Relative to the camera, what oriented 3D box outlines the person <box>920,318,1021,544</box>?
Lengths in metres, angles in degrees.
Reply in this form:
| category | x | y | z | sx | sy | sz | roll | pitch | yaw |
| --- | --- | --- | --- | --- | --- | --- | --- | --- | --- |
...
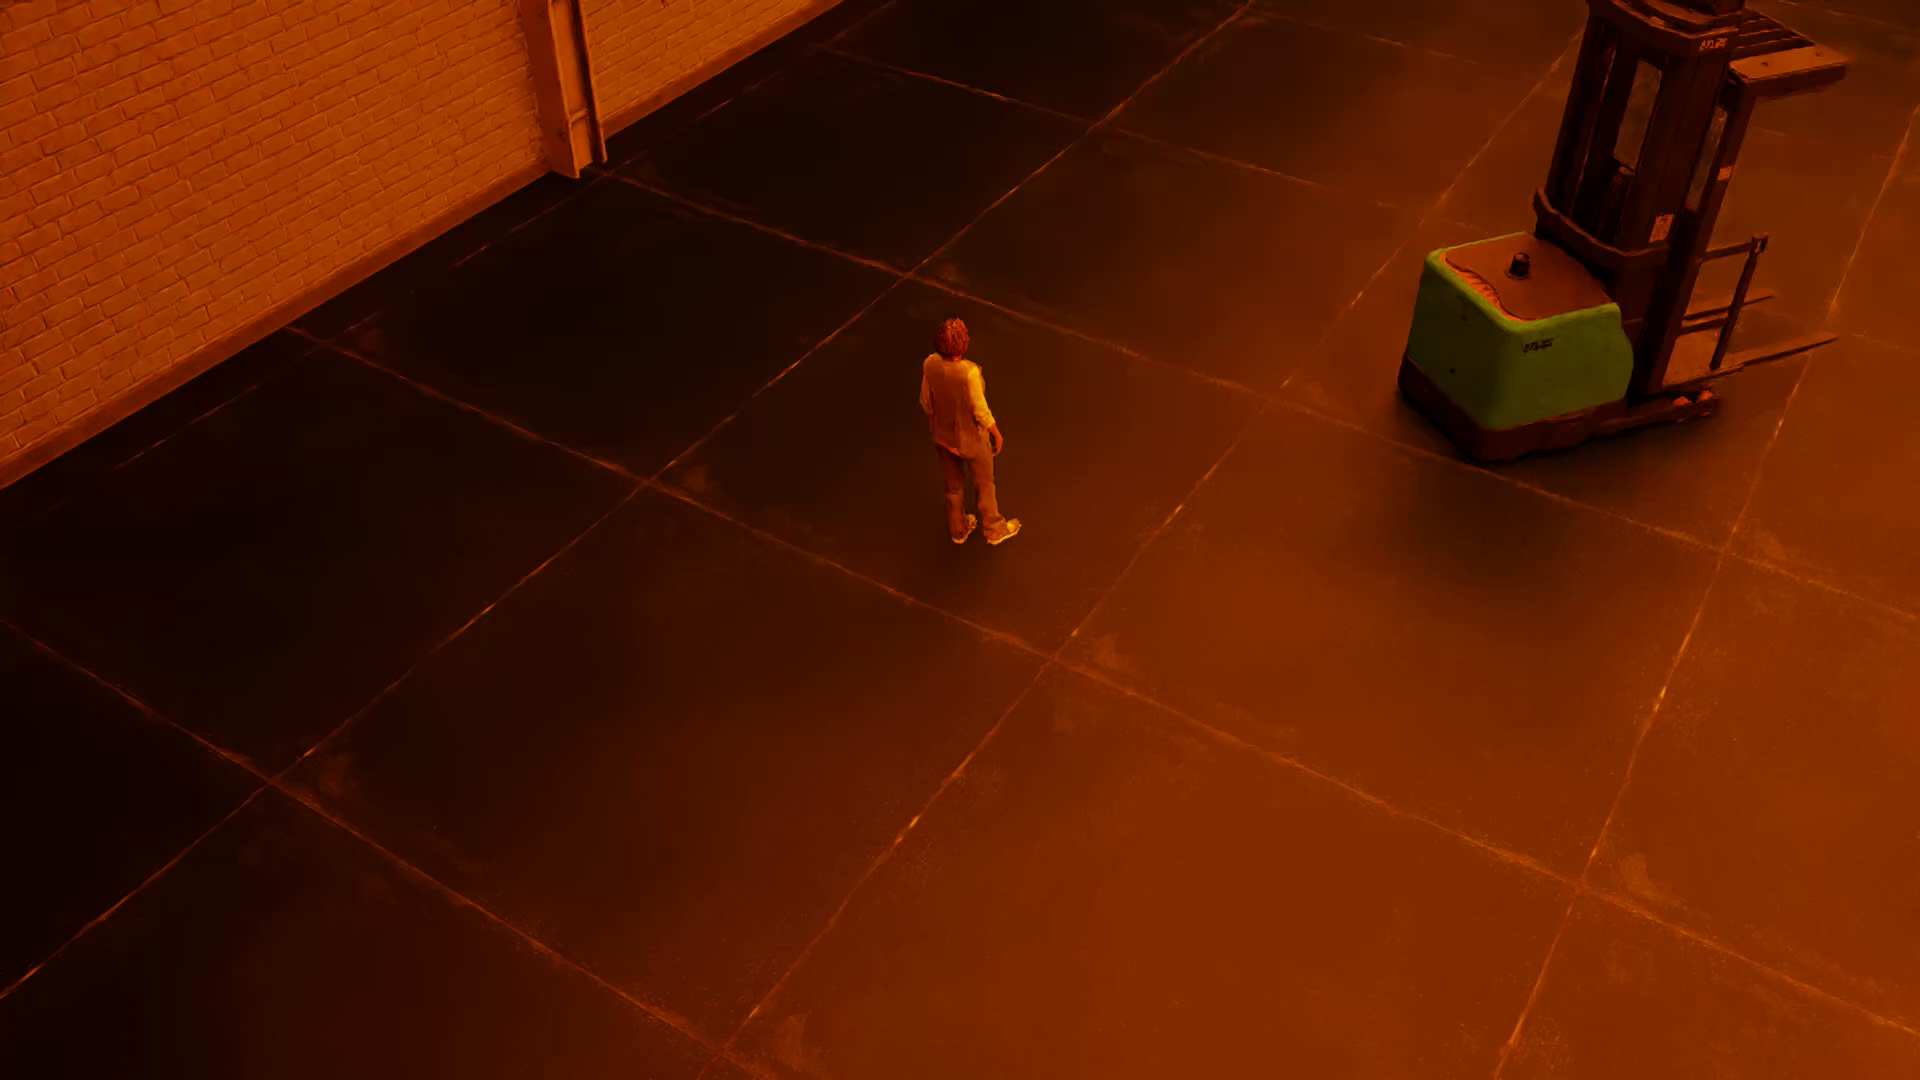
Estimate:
| category | x | y | z | sx | sy | sz | roll | pitch | yaw |
| --- | --- | --- | --- | --- | --- | --- | --- | --- | --- |
| person | 0.051 | -0.650 | 9.755 | 0.521 | 1.597 | 0.474 | 22 | 45 | 24 |

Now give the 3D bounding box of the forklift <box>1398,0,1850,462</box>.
| category | x | y | z | sx | sy | sz | roll | pitch | yaw |
| --- | --- | --- | --- | --- | --- | --- | --- | --- | --- |
| forklift | 4.574 | -2.218 | 10.585 | 3.031 | 2.935 | 1.130 | -14 | 42 | -16 |
